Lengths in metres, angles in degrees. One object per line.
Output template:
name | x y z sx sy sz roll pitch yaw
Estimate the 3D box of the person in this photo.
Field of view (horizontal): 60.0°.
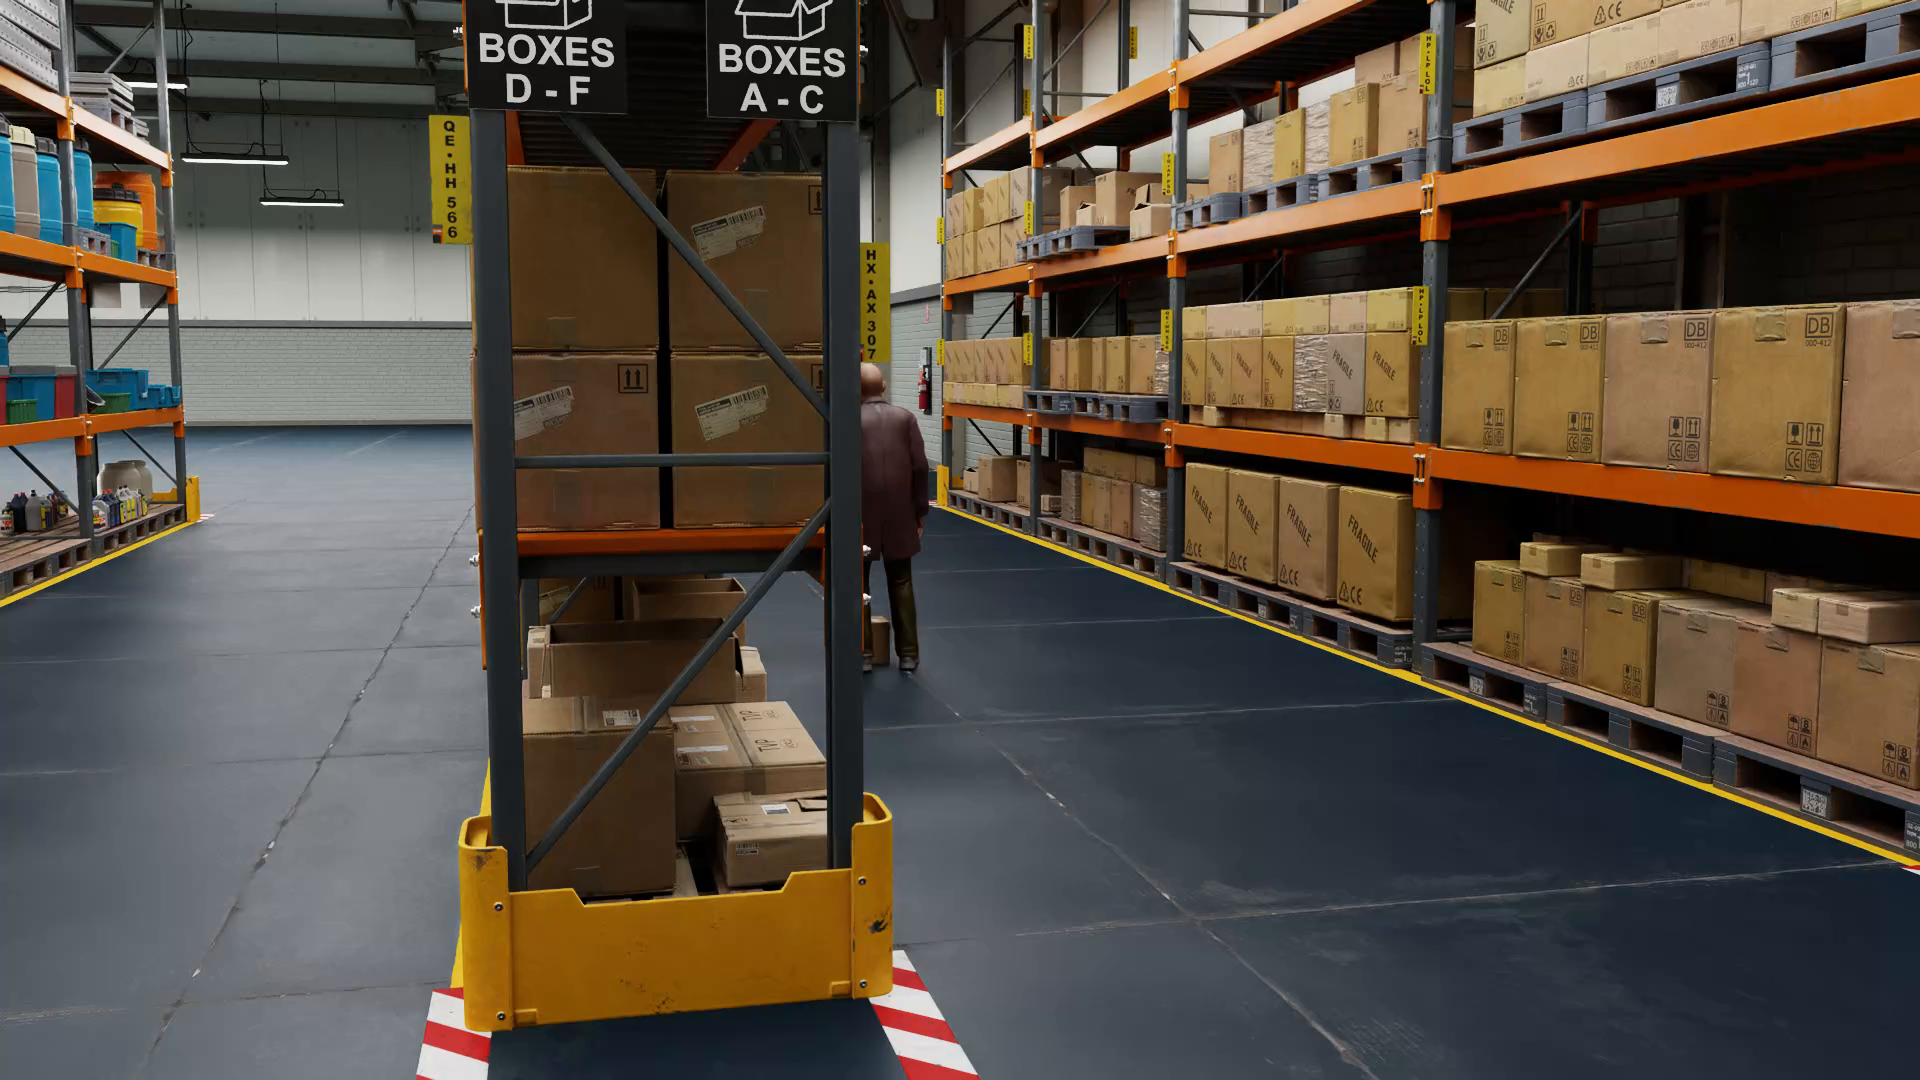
person | -0.493 -0.132 9.654 0.644 1.772 0.433 -2 6 -17
